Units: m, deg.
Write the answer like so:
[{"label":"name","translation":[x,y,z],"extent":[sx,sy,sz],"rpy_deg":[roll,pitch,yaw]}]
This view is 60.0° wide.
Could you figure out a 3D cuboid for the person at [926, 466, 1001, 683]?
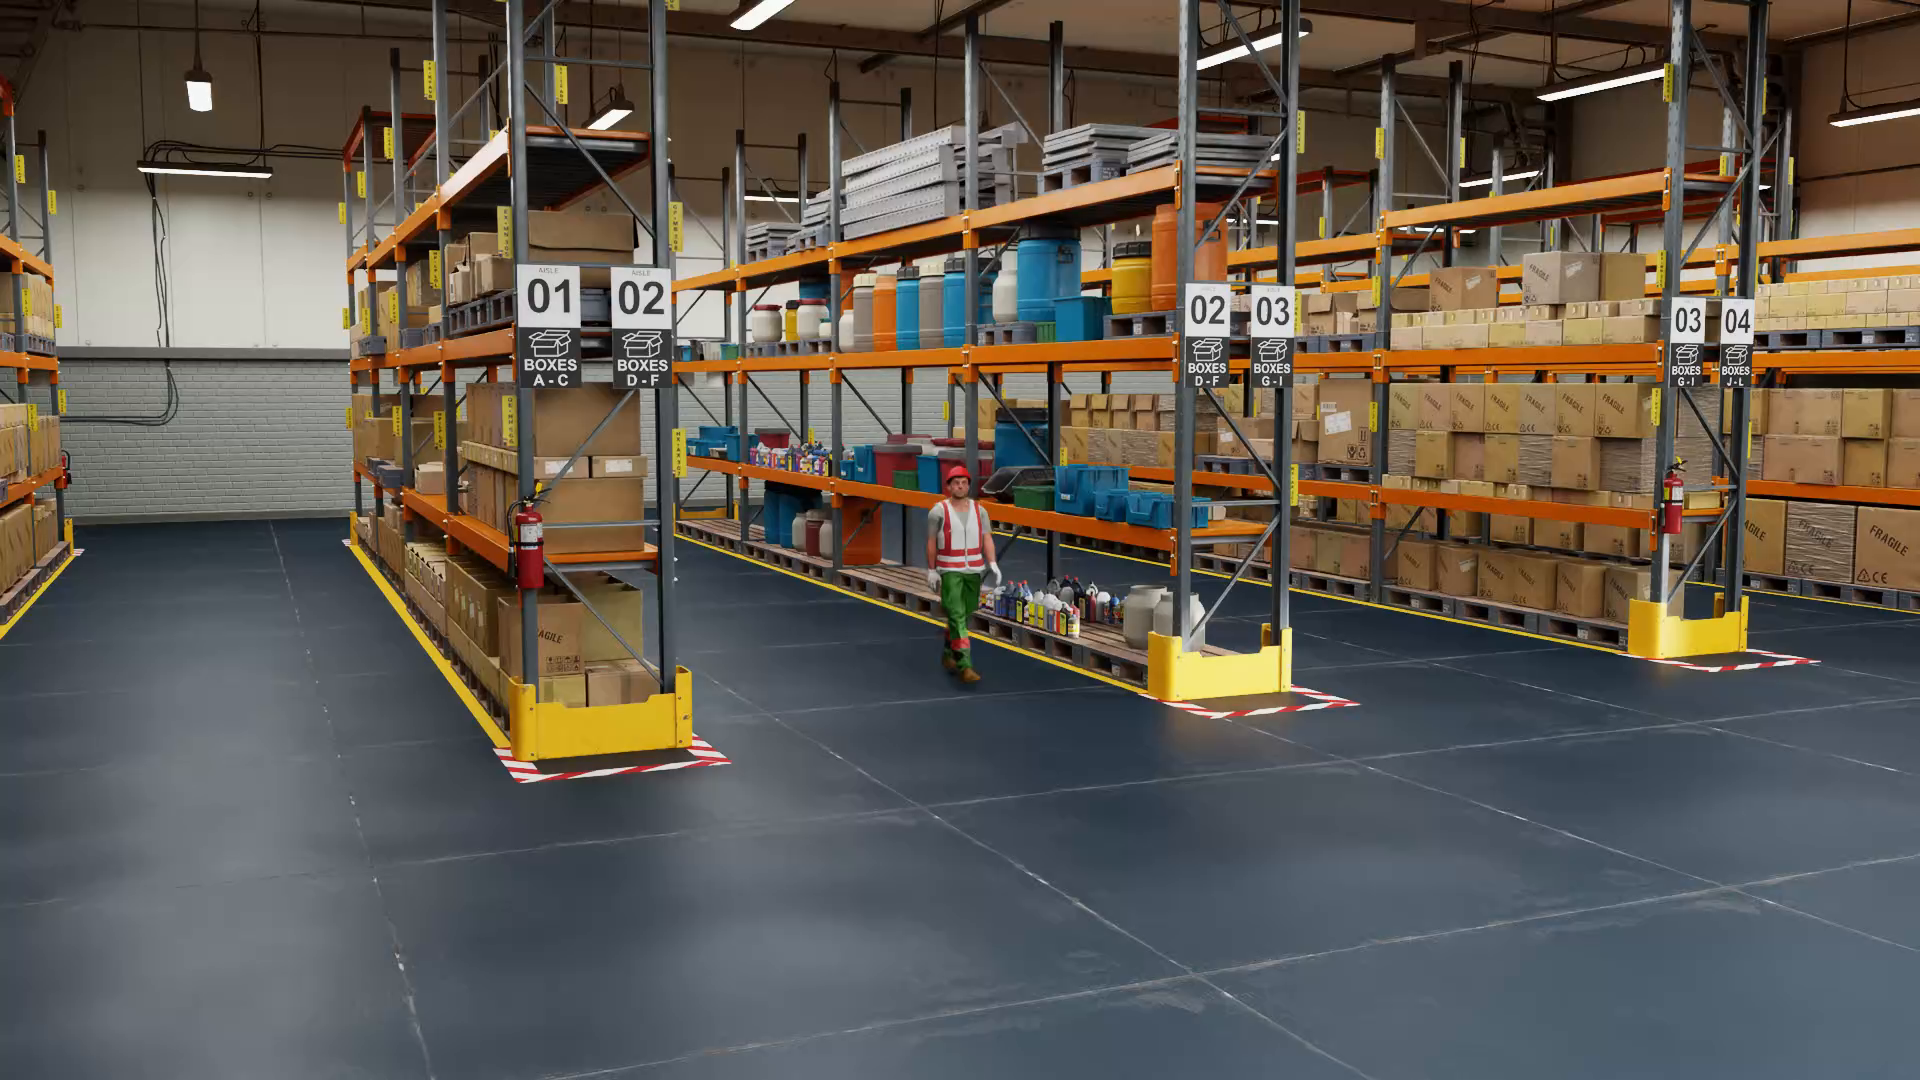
[{"label":"person","translation":[0.047,0.262,13.628],"extent":[0.536,1.729,1.045],"rpy_deg":[-2,6,-23]}]
